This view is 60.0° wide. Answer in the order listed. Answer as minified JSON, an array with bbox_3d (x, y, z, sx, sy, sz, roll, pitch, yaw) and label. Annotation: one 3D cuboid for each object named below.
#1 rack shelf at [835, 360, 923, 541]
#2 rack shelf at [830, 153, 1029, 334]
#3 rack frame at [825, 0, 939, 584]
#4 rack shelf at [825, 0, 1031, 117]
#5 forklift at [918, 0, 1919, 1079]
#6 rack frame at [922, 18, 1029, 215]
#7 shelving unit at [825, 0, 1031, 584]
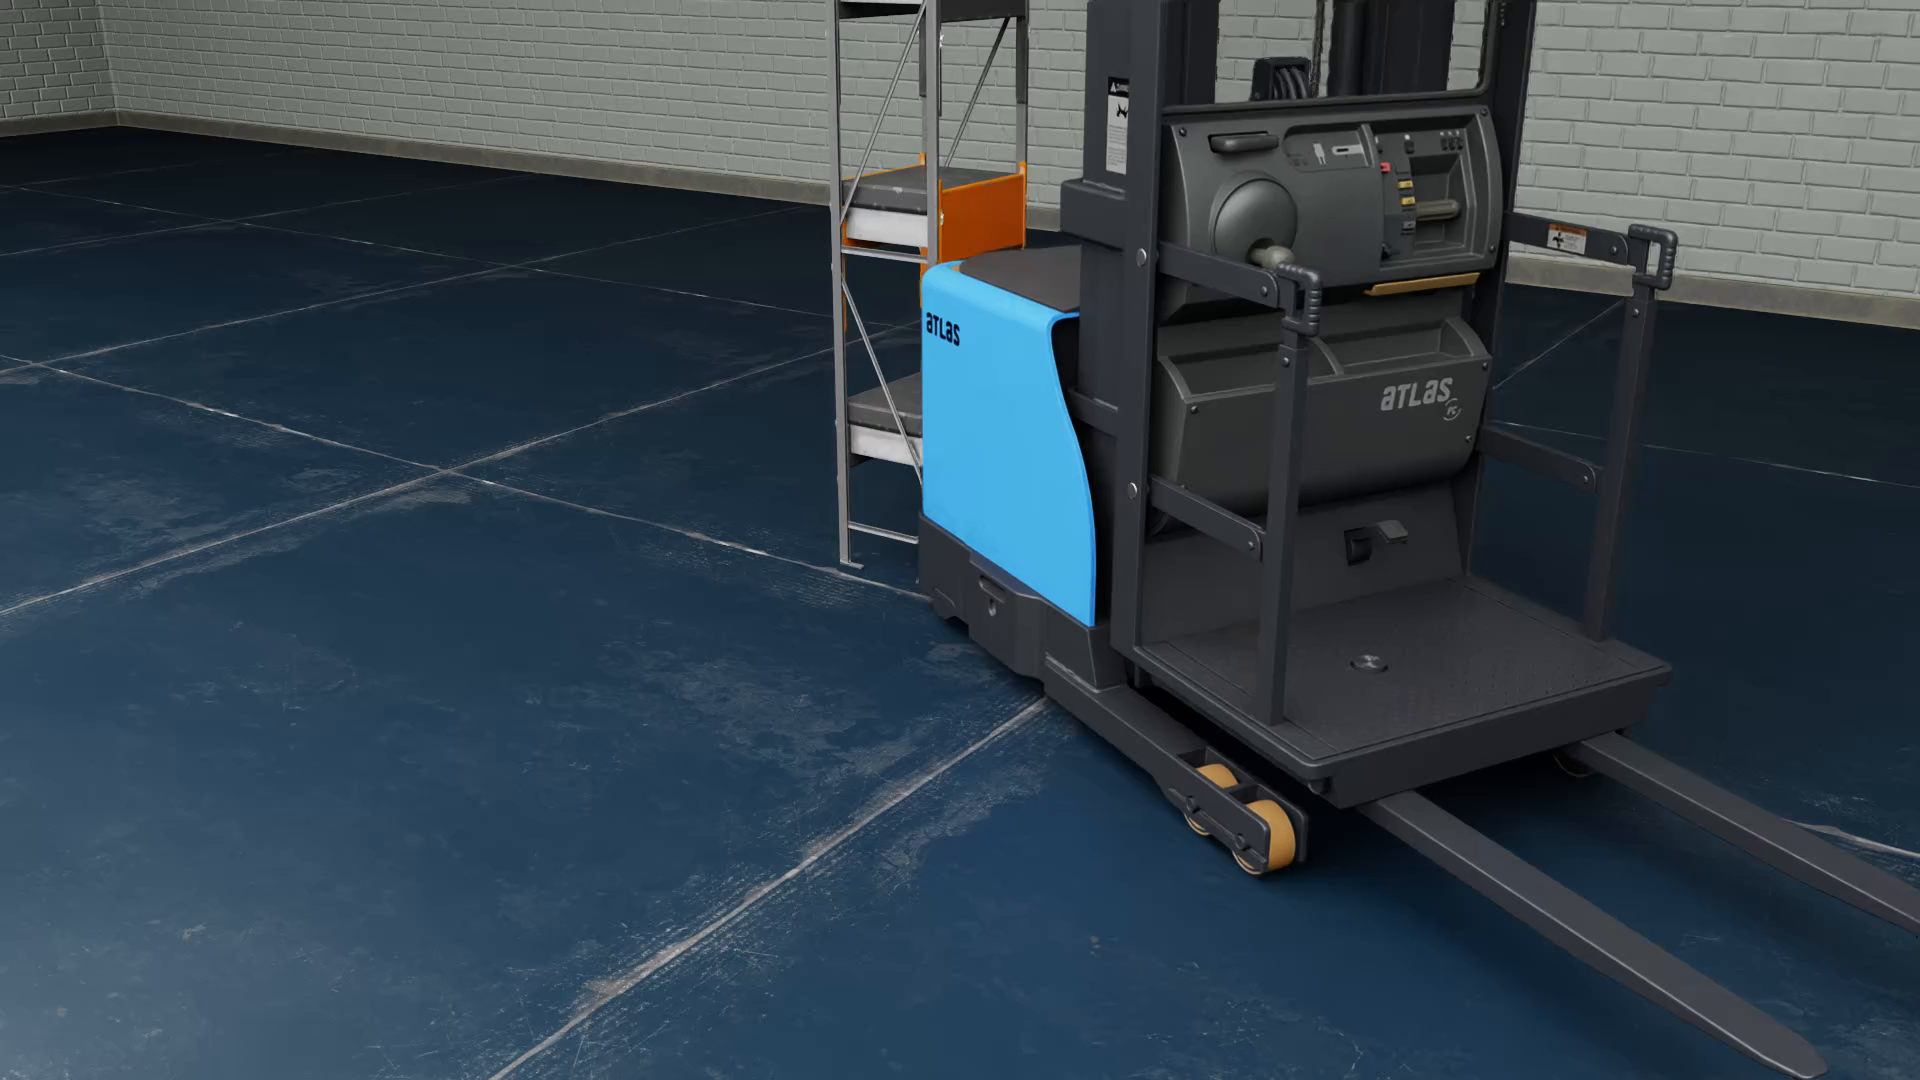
[{"bbox_3d":[-0.093,-0.268,5.520,0.431,0.518,0.480,13,24,32],"label":"rack shelf"},{"bbox_3d":[-0.093,-0.925,5.277,0.431,0.518,0.480,13,24,32],"label":"rack shelf"},{"bbox_3d":[-0.230,-0.867,5.083,0.400,2.100,0.015,13,24,32],"label":"rack frame"},{"bbox_3d":[-0.093,-1.581,5.034,0.431,0.518,0.480,13,24,32],"label":"rack shelf"},{"bbox_3d":[0.993,-0.800,3.702,1.130,2.935,3.031,-10,23,-25],"label":"forklift"},{"bbox_3d":[0.044,-1.007,5.462,0.400,2.100,0.015,13,24,32],"label":"rack frame"},{"bbox_3d":[-0.093,-0.937,5.272,0.431,2.100,0.503,13,24,32],"label":"shelving unit"}]
